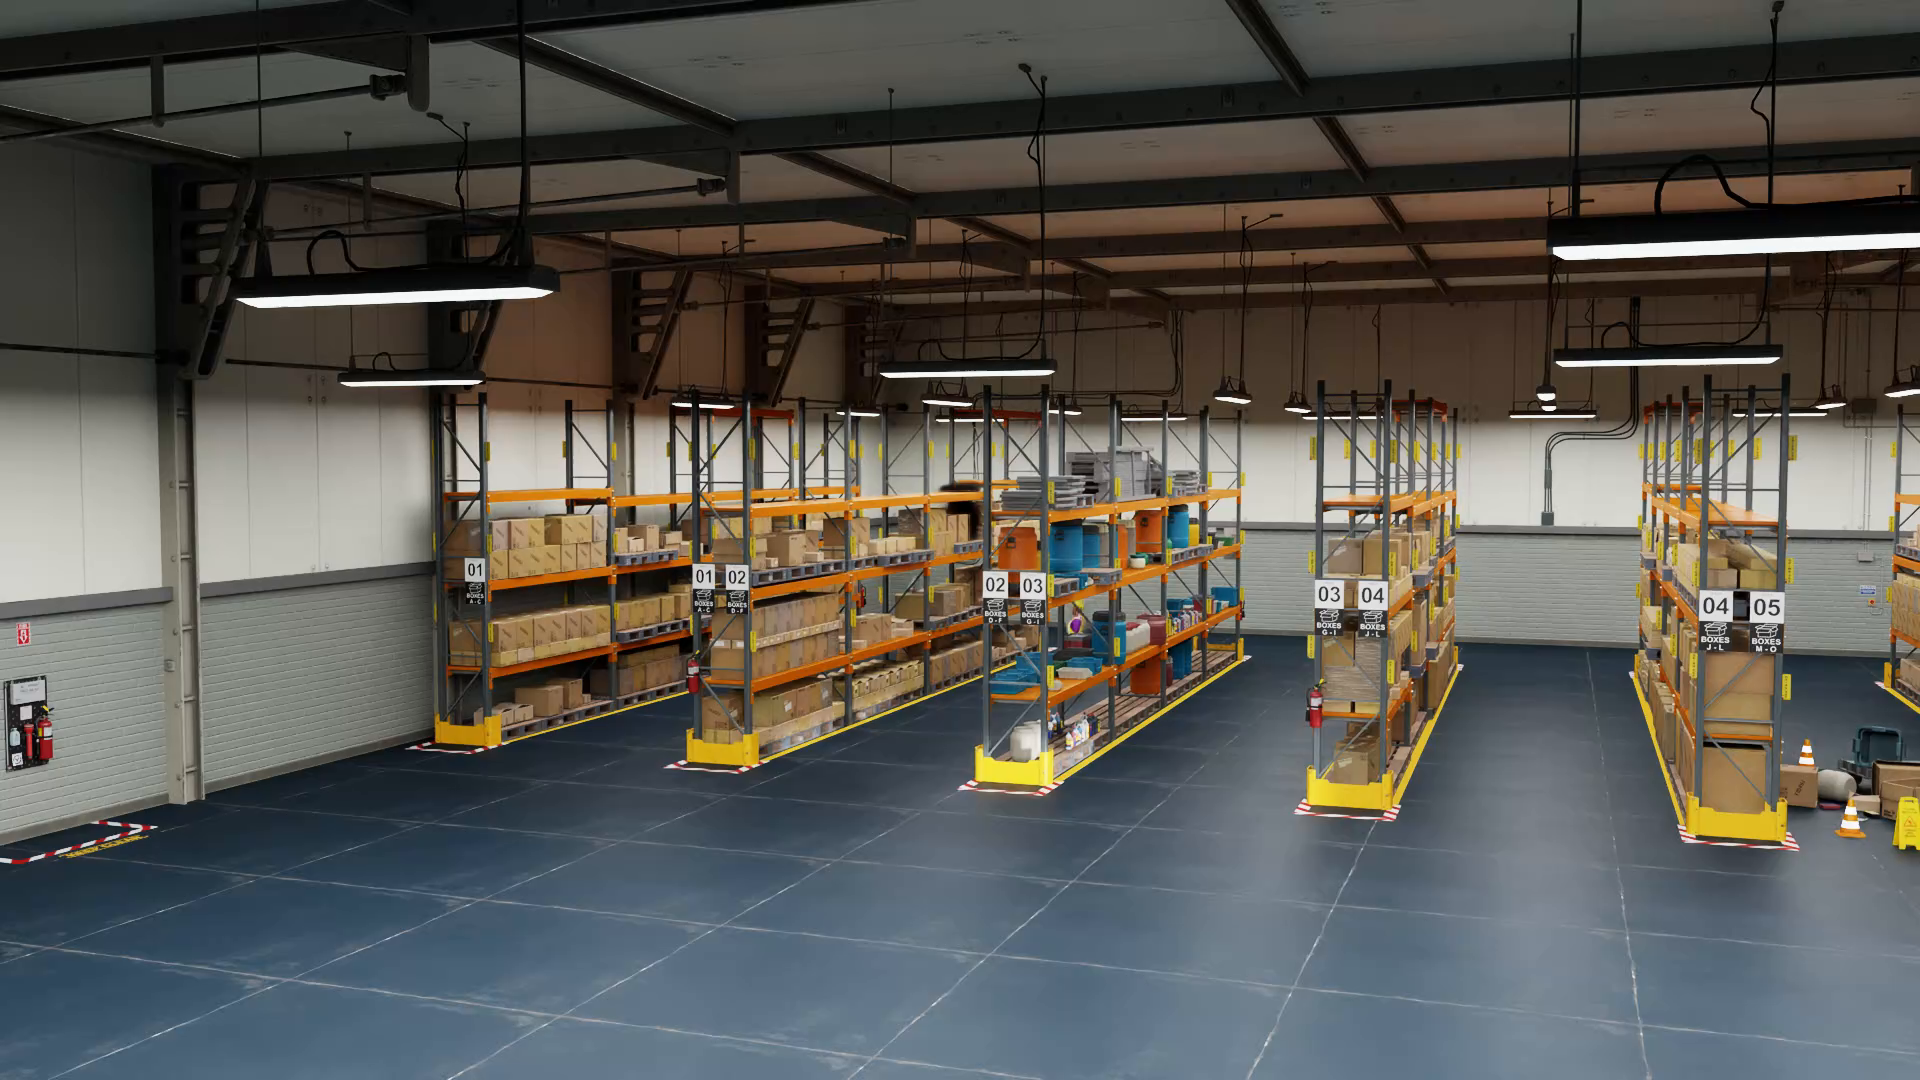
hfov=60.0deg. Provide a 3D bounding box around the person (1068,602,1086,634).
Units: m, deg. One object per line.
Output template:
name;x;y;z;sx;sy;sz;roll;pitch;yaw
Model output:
person;2.431;2.192;34.940;0.424;1.768;0.622;0;3;1

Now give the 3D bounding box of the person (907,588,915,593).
person;-1.137;1.997;38.877;0.668;1.696;1.054;1;3;18
